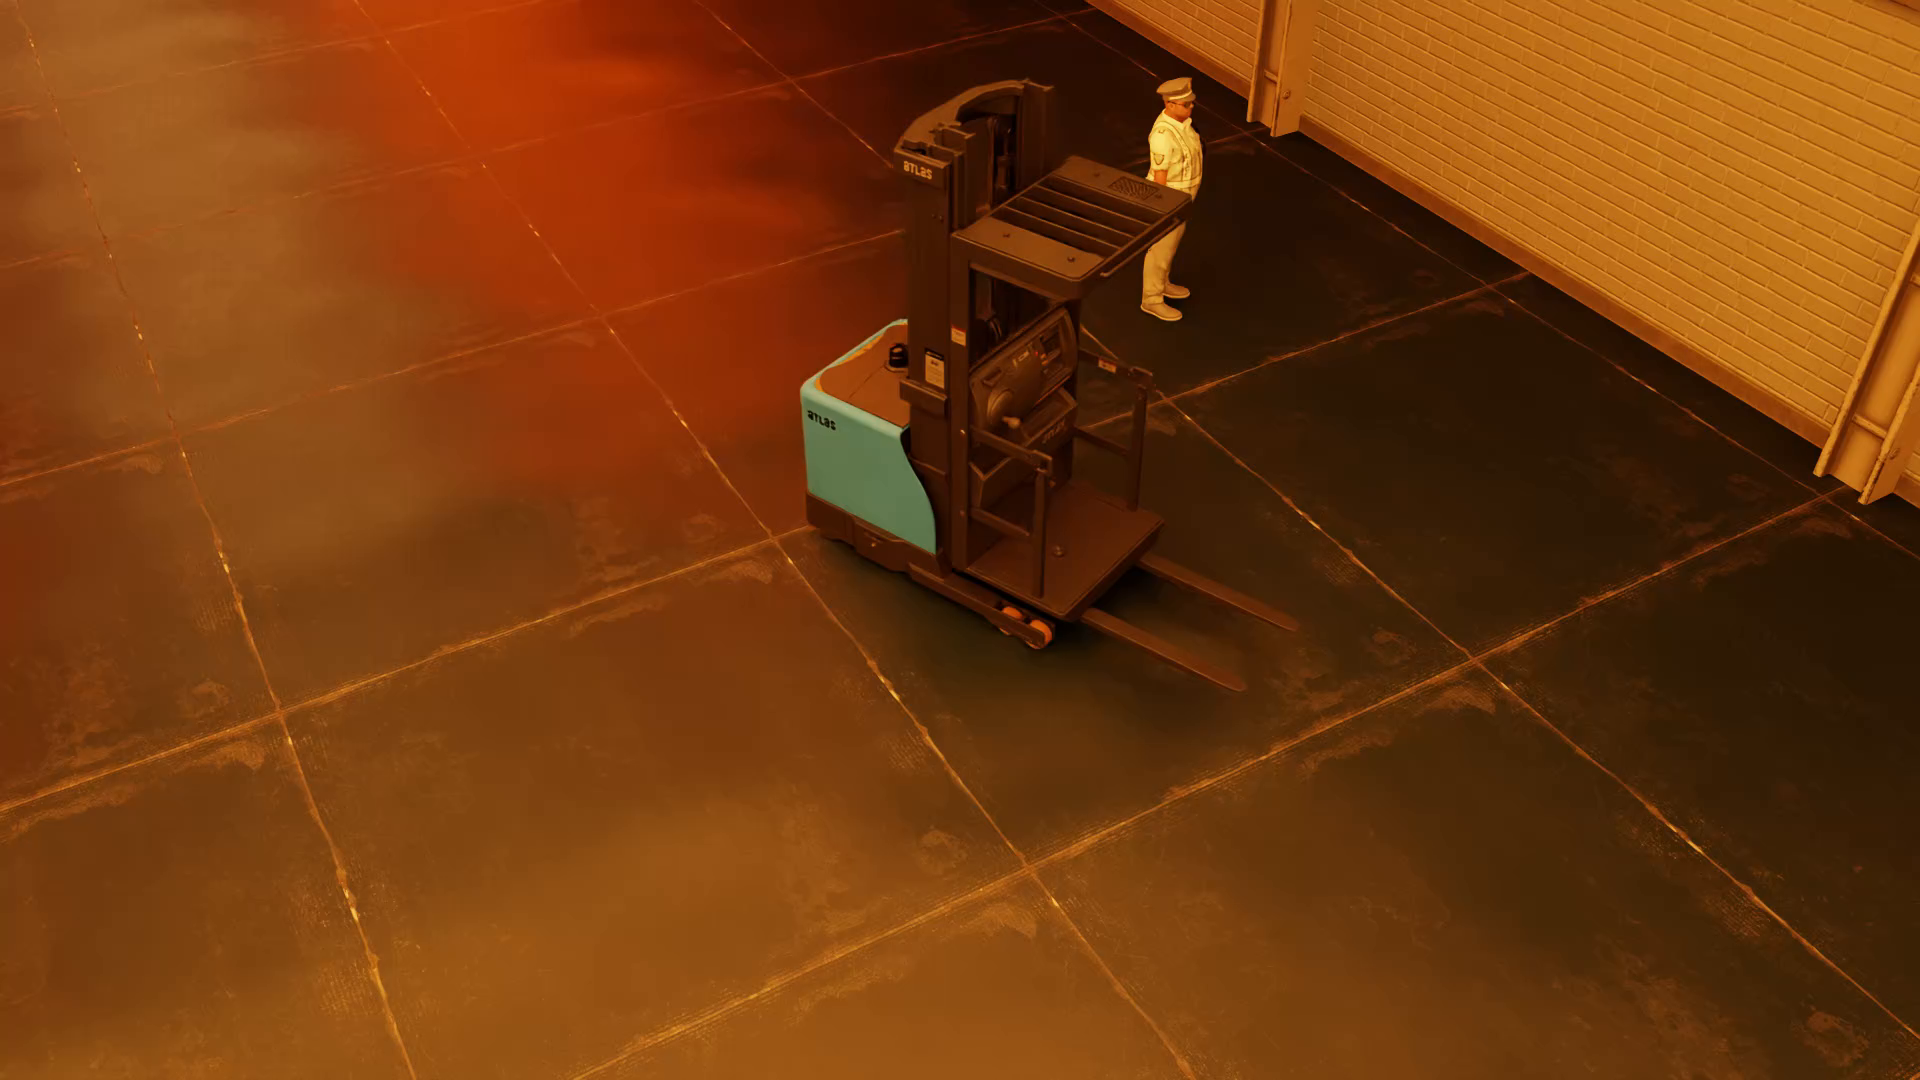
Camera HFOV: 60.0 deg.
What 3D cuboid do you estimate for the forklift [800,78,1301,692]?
[{"bbox_3d":[0.523,-0.887,9.105,3.031,2.935,1.130,26,46,28],"label":"forklift"}]

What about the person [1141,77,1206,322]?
[{"bbox_3d":[1.516,-2.469,11.922,0.397,1.774,0.522,12,41,14],"label":"person"}]
